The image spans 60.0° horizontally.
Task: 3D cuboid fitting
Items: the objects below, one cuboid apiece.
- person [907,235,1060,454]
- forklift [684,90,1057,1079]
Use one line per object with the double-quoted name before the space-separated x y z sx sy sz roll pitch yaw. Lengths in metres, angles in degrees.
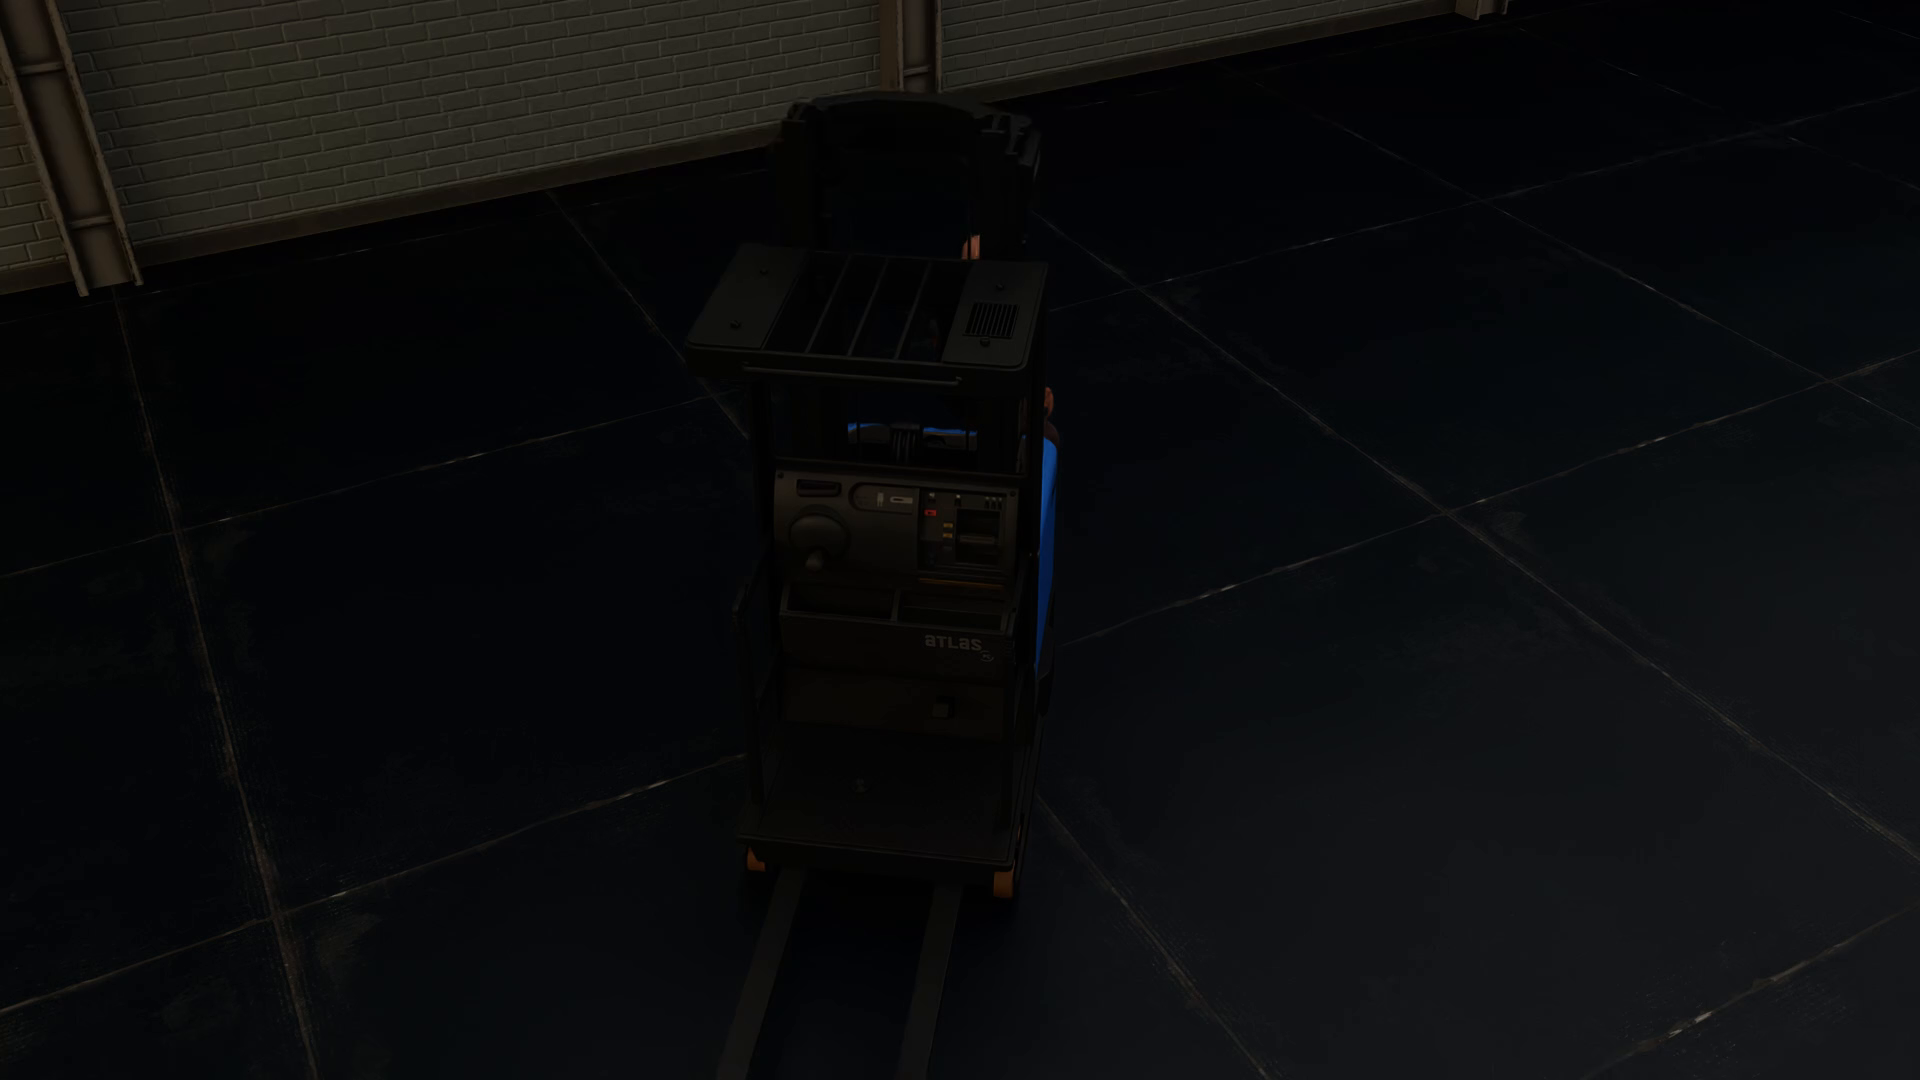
"person" 0.222 -0.788 8.379 0.716 1.662 0.930 -21 40 -27
"forklift" -0.273 0.013 6.104 1.130 2.935 3.031 5 36 7
